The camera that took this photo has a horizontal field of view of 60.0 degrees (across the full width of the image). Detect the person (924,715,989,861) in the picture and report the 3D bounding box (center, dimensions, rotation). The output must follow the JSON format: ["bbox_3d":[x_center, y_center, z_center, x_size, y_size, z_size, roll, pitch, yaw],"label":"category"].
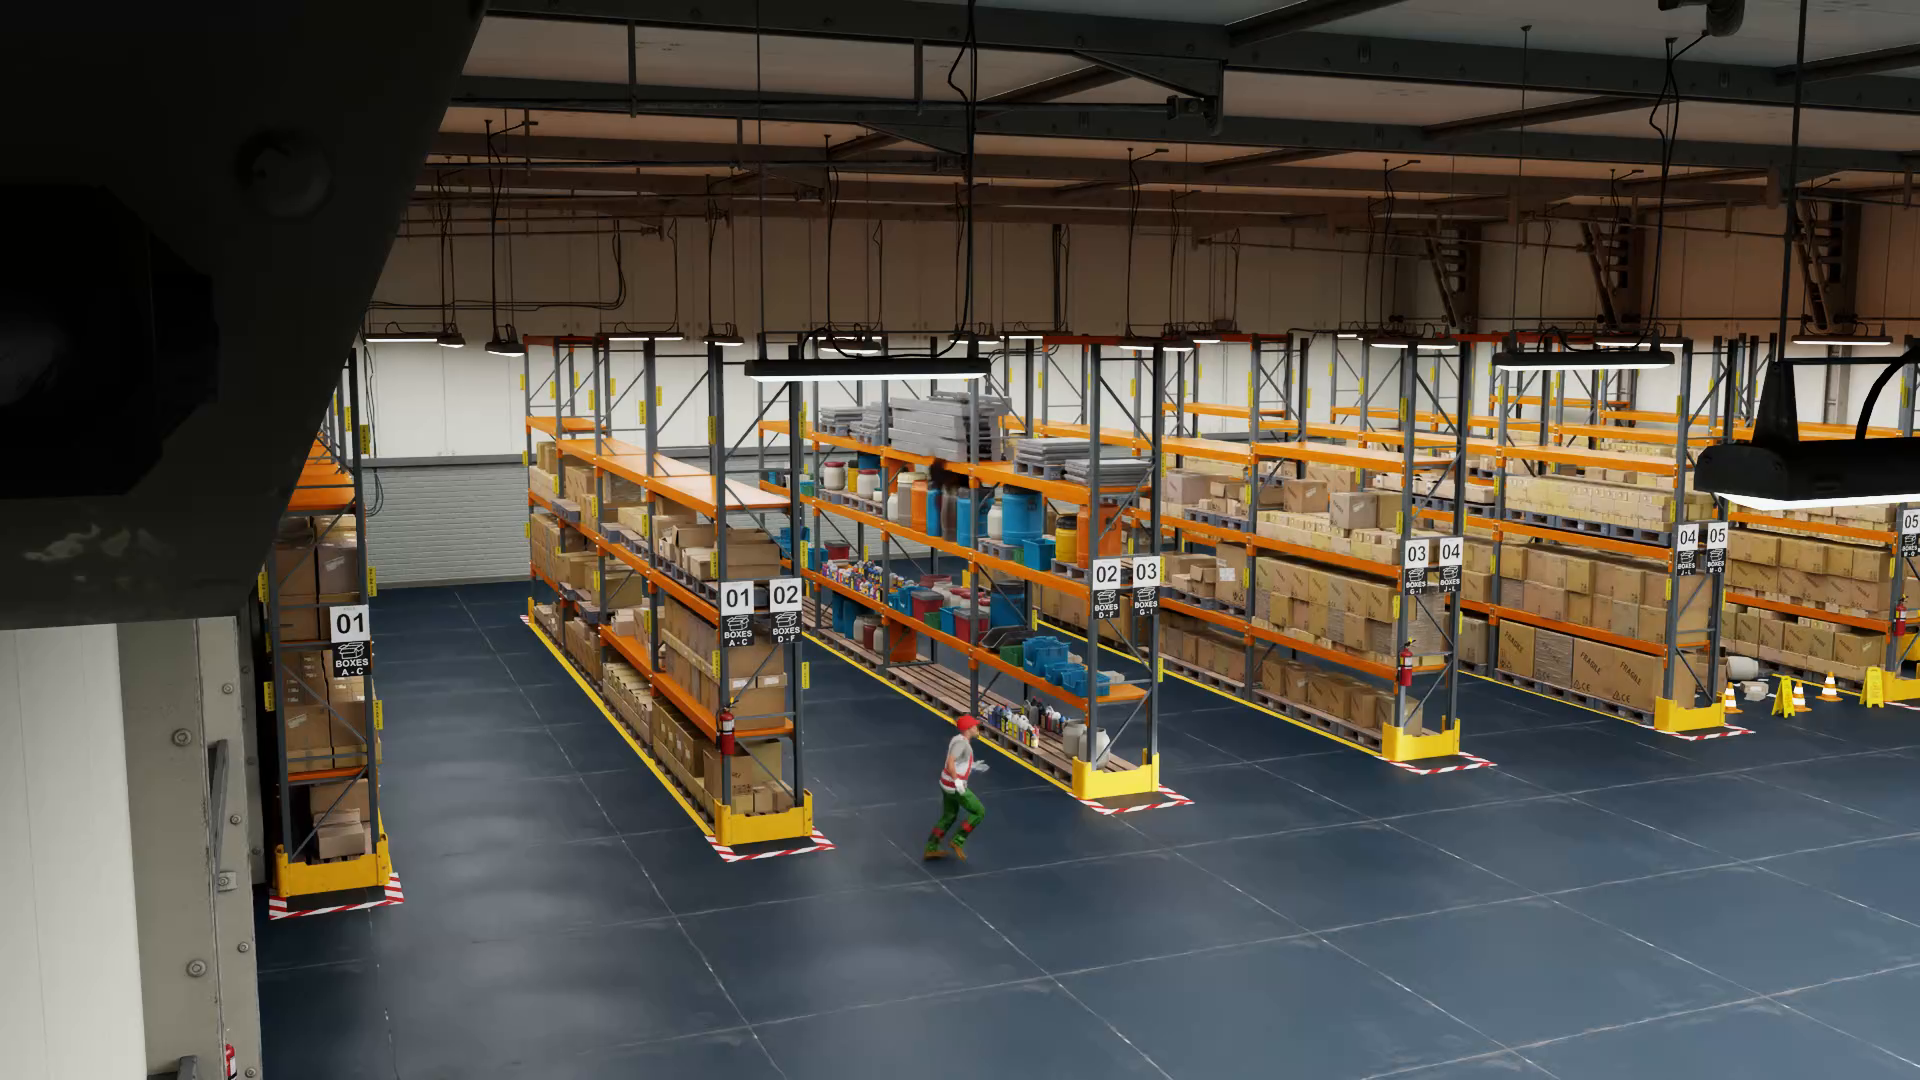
[{"bbox_3d":[-0.019,2.901,19.471,0.798,1.722,0.692,-1,8,-7],"label":"person"}]
